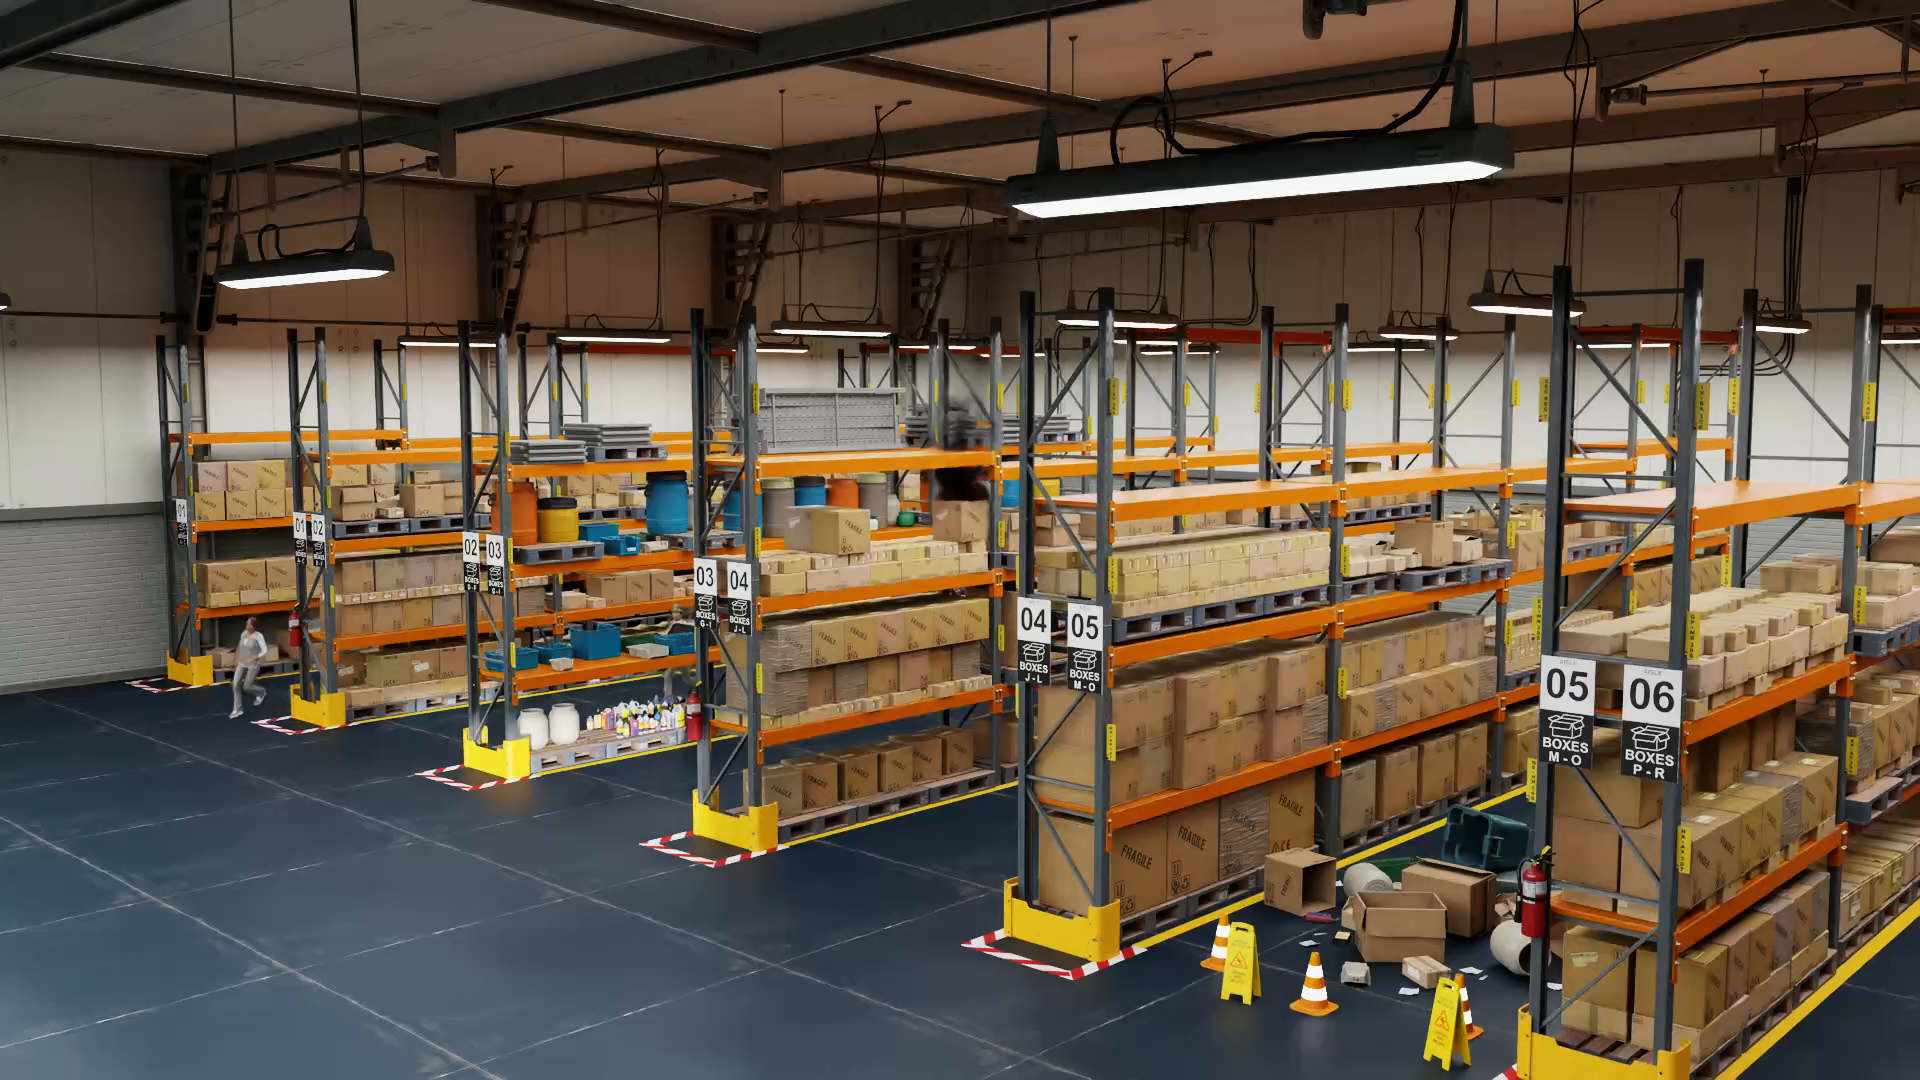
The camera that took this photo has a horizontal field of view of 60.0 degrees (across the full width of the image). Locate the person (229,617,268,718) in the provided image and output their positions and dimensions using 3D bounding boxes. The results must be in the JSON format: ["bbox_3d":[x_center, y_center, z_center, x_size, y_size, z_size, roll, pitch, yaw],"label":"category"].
[{"bbox_3d":[-11.050,1.969,25.957,0.582,1.565,0.697,2,6,16],"label":"person"}]

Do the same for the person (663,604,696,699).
[{"bbox_3d":[-4.450,1.833,26.279,0.611,1.681,0.921,4,7,36],"label":"person"}]
